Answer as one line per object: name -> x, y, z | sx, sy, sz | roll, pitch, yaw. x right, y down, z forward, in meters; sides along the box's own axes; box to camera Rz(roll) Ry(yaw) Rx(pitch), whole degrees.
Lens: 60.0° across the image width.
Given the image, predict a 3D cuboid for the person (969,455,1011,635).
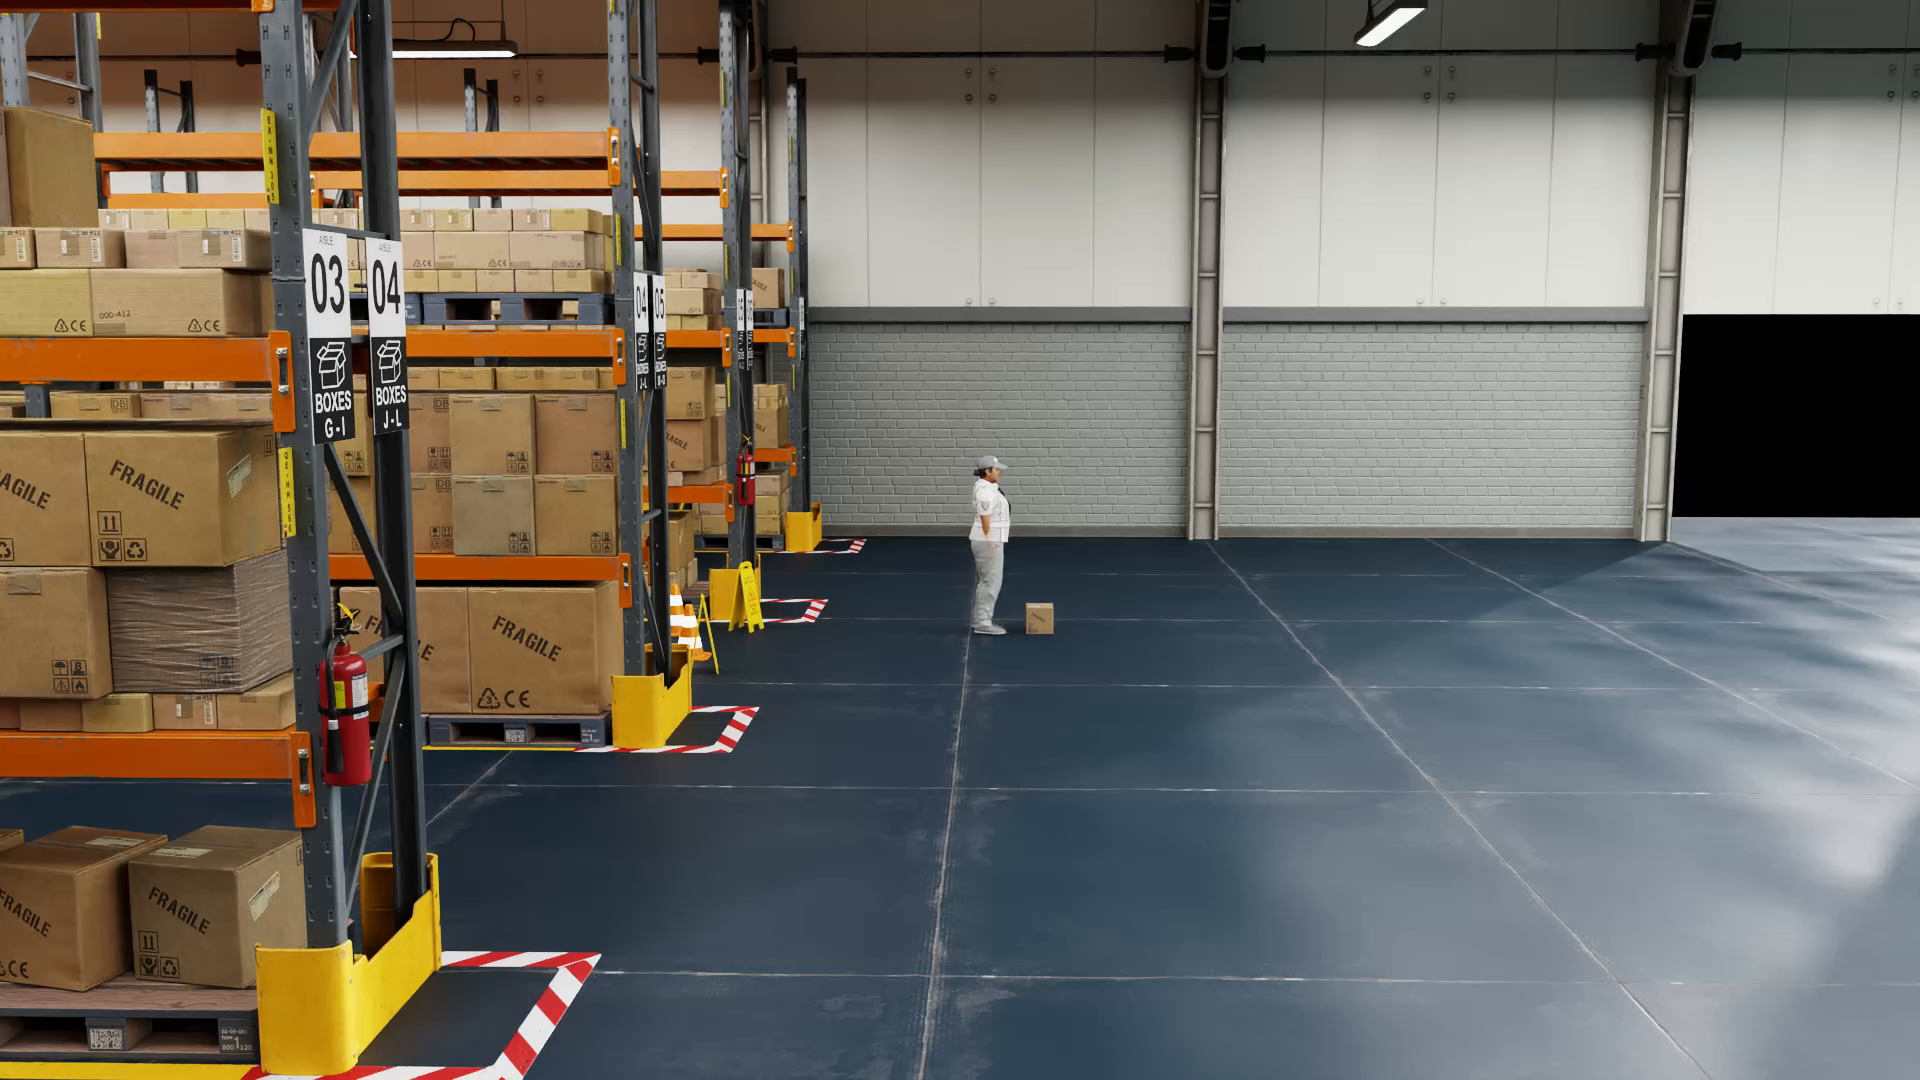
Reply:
person -> 0.280, 0.045, 15.501 | 0.390, 1.672, 0.467 | 0, 7, 3
